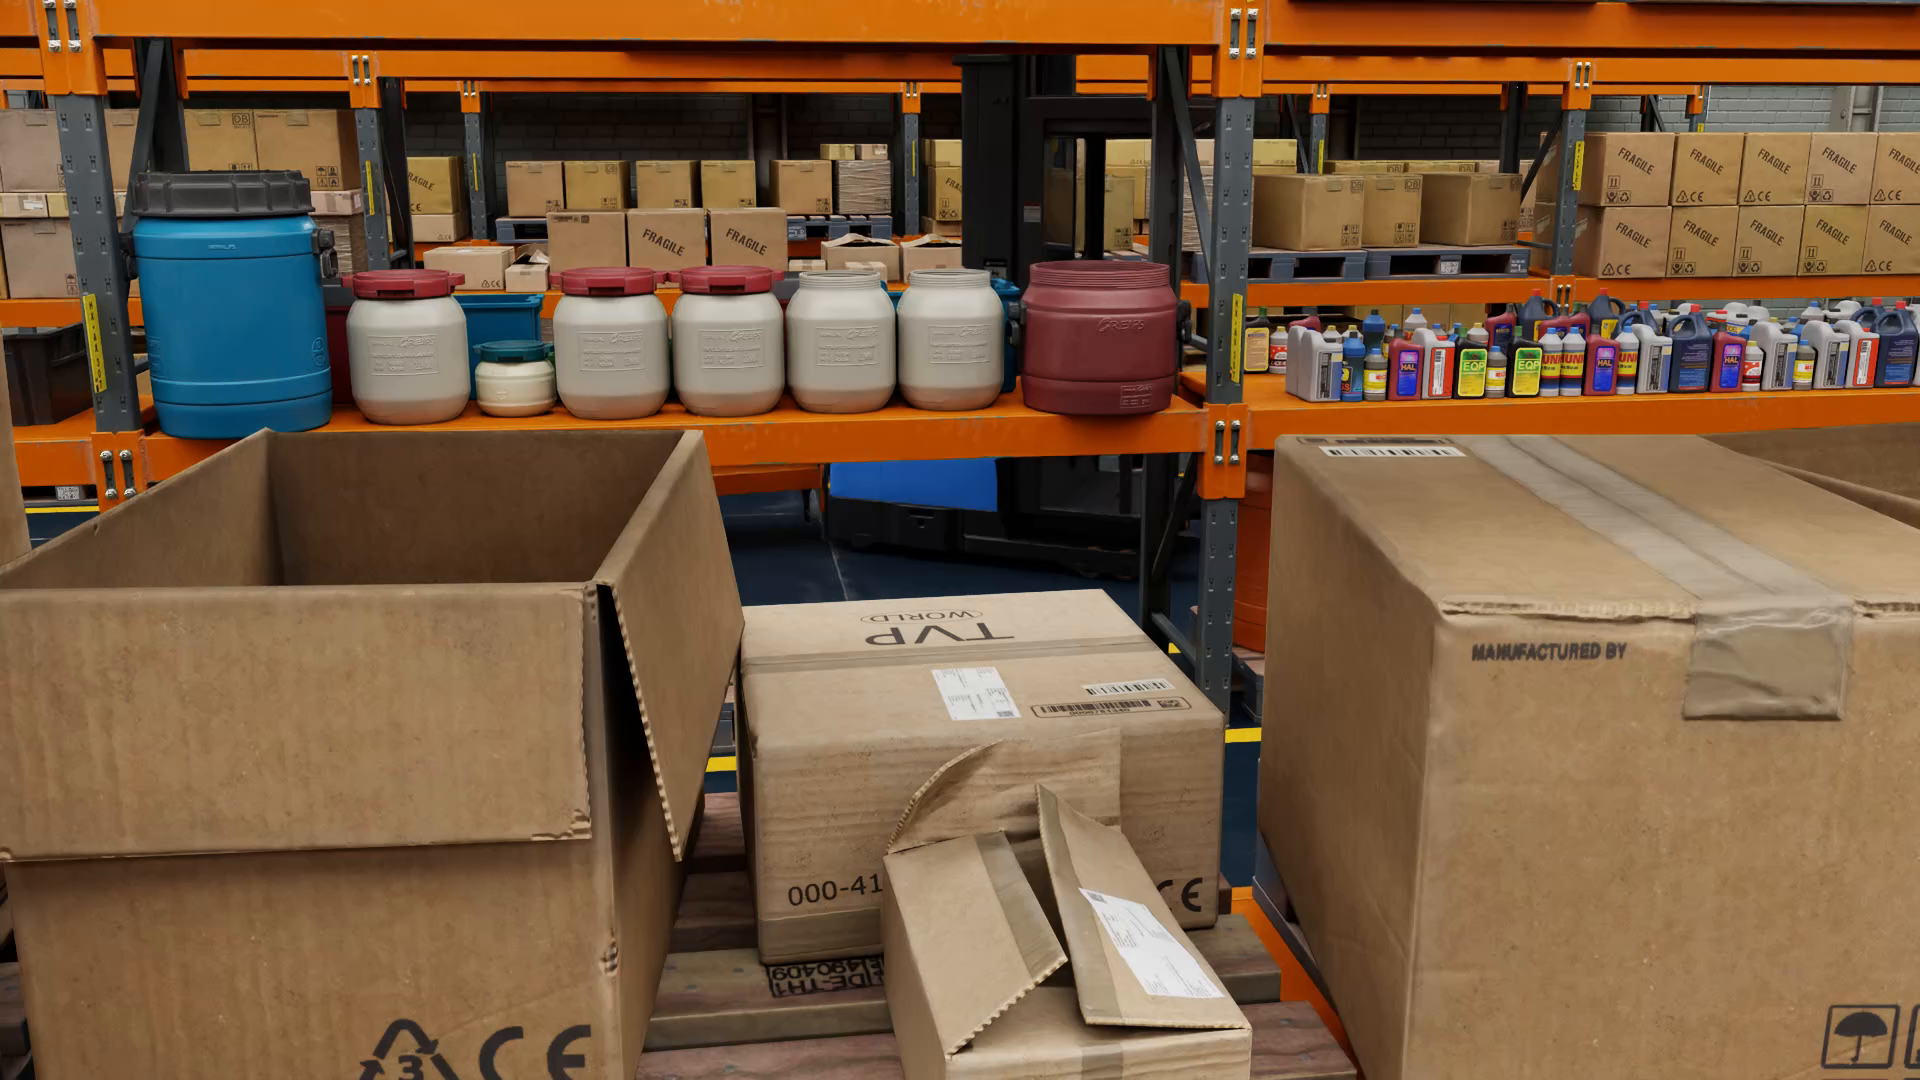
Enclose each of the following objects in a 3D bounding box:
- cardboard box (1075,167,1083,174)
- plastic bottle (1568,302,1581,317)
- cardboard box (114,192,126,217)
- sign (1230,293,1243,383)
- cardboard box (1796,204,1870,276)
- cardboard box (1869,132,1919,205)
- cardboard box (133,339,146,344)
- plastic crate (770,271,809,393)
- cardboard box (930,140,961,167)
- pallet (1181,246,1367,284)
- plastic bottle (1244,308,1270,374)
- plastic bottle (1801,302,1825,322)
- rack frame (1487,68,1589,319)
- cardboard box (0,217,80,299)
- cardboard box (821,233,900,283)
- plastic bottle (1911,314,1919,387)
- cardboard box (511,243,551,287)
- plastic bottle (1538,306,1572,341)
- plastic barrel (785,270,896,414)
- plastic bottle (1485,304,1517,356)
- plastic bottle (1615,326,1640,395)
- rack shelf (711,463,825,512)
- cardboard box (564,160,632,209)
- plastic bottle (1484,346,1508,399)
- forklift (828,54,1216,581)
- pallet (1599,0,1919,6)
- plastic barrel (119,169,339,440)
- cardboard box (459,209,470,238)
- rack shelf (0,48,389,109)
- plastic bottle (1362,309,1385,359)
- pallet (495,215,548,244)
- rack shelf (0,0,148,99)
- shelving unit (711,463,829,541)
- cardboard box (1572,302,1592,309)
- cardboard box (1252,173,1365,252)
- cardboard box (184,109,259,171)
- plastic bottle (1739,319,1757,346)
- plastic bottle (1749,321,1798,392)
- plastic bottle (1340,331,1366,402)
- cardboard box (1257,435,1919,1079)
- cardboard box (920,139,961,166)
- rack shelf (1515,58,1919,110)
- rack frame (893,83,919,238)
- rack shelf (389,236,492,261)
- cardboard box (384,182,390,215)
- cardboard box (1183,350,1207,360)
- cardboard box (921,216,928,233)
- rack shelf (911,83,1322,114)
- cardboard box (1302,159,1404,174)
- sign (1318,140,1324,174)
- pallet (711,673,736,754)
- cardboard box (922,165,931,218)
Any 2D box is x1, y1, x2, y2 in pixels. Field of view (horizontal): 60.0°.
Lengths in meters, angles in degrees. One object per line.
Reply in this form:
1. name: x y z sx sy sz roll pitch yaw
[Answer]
1. cardboard box: 1.000 -3.387 16.201 0.500 0.500 0.500 -2 14 -9
2. plastic bottle: 2.729 -0.924 7.481 0.133 0.283 0.061 -2 14 -8
3. cardboard box: -5.235 -2.113 10.443 0.250 0.149 0.380 -2 14 -7
4. sign: 1.036 -0.758 6.241 0.005 0.325 0.100 -2 14 -8
5. cardboard box: 6.217 -2.204 12.140 0.500 0.500 0.500 -2 14 -9
6. cardboard box: 6.713 -2.705 12.080 0.500 0.500 0.500 -2 14 -7
7. cardboard box: -5.236 -1.113 11.242 0.500 0.500 0.500 -2 14 -8
8. plastic crate: -0.696 -0.857 6.840 0.583 0.464 0.402 -2 14 -8
9. cardboard box: -0.013 -3.715 15.970 0.500 0.250 0.500 -2 14 -7
10. pallet: 2.135 -1.981 11.848 1.213 0.211 1.003 -2 14 -8
11. plastic bottle: 1.284 -0.871 7.270 0.133 0.283 0.061 -2 14 -8
12. plastic bottle: 3.908 -0.957 7.637 0.097 0.271 0.097 0 14 0
13. rack frame: 4.168 -2.147 12.117 0.127 3.000 1.000 -2 14 -8
14. cardboard box: -5.704 -1.831 10.653 0.500 0.500 0.700 -2 14 -7
15. cardboard box: -0.700 -1.973 11.607 0.500 0.311 0.500 -2 14 -9
16. plastic bottle: 4.042 -0.820 6.925 0.185 0.351 0.144 -2 14 -8
17. cardboard box: -2.900 -1.868 11.281 0.258 0.266 0.396 -2 14 -10
18. plastic bottle: 2.618 -0.885 7.323 0.133 0.283 0.061 -2 14 -8
19. plastic barrel: -0.455 -0.761 6.360 0.421 0.512 0.421 0 14 0
20. plastic bottle: 2.414 -0.913 7.435 0.133 0.283 0.061 -2 14 -8
21. plastic bottle: 2.684 -0.726 6.713 0.097 0.271 0.097 0 14 0
22. rack shelf: -1.339 -0.318 9.682 1.000 0.278 0.538 -5 15 -19
23. cardboard box: -3.422 -3.339 15.761 0.500 0.500 0.700 -1 14 -3
24. plastic bottle: 2.131 -0.671 6.641 0.097 0.201 0.097 0 14 0
25. forklift: 0.813 -1.350 9.078 3.031 2.935 1.130 6 15 21
26. pallet: 3.021 -2.225 6.650 1.213 0.211 1.003 -2 14 -8
27. plastic barrel: -2.581 -0.850 5.914 0.708 0.901 0.600 -2 14 -8
28. cardboard box: -4.981 -3.020 15.866 0.500 0.250 0.500 -2 14 -8
29. rack shelf: -5.720 -2.891 10.395 4.000 0.370 1.077 -2 14 -8
30. plastic bottle: 1.821 -0.881 7.332 0.097 0.271 0.097 0 14 0
31. pallet: -3.707 -2.948 15.706 1.213 0.211 1.003 -2 14 -8
32. rack shelf: -4.986 -1.699 5.643 4.000 0.370 1.077 -2 14 -8
33. shelving unit: -1.339 -0.555 9.623 1.048 1.125 0.538 -5 15 -19
34. cardboard box: 6.210 -2.407 17.430 0.500 0.500 0.700 -2 14 -8
35. cardboard box: 2.431 -2.321 11.740 0.500 0.500 0.700 -6 15 -23
36. cardboard box: -4.680 -2.499 10.647 0.500 0.500 0.700 -2 14 -8
37. plastic bottle: 3.302 -0.786 6.953 0.097 0.271 0.097 0 14 0
38. plastic bottle: 3.339 -0.759 6.835 0.135 0.276 0.152 -2 14 -8
39. plastic bottle: 1.542 -0.684 6.546 0.097 0.271 0.097 0 14 0
40. cardboard box: 0.620 0.202 1.681 0.500 0.500 0.700 0 14 0
41. cardboard box: -0.119 -3.839 16.462 0.500 0.250 0.500 -2 14 -7
42. rack shelf: 6.146 -3.326 12.129 4.000 0.370 1.077 -2 14 -8
43. rack frame: -0.529 -3.194 16.290 0.127 3.000 1.000 -2 14 -8
44. rack shelf: -6.462 -2.627 15.511 4.000 0.370 1.077 -2 14 -8
45. cardboard box: -5.398 -3.238 15.194 0.500 0.500 0.500 -2 14 -9
46. cardboard box: 1.615 -1.112 12.225 0.500 0.500 0.500 -3 14 -10
47. cardboard box: -0.245 -3.155 16.611 0.250 0.149 0.380 -2 14 -7
48. rack shelf: 1.449 -4.372 16.302 4.000 0.370 1.077 -2 14 -8
49. cardboard box: 3.966 -3.500 16.894 0.700 0.700 0.980 -2 14 -7
50. sign: 3.517 -3.732 16.218 0.005 0.325 0.100 -2 14 -8
51. pallet: -1.028 0.604 6.879 1.213 0.211 1.003 -2 14 -8
52. cardboard box: -0.101 -3.477 16.560 0.500 0.500 0.500 -2 14 -8
